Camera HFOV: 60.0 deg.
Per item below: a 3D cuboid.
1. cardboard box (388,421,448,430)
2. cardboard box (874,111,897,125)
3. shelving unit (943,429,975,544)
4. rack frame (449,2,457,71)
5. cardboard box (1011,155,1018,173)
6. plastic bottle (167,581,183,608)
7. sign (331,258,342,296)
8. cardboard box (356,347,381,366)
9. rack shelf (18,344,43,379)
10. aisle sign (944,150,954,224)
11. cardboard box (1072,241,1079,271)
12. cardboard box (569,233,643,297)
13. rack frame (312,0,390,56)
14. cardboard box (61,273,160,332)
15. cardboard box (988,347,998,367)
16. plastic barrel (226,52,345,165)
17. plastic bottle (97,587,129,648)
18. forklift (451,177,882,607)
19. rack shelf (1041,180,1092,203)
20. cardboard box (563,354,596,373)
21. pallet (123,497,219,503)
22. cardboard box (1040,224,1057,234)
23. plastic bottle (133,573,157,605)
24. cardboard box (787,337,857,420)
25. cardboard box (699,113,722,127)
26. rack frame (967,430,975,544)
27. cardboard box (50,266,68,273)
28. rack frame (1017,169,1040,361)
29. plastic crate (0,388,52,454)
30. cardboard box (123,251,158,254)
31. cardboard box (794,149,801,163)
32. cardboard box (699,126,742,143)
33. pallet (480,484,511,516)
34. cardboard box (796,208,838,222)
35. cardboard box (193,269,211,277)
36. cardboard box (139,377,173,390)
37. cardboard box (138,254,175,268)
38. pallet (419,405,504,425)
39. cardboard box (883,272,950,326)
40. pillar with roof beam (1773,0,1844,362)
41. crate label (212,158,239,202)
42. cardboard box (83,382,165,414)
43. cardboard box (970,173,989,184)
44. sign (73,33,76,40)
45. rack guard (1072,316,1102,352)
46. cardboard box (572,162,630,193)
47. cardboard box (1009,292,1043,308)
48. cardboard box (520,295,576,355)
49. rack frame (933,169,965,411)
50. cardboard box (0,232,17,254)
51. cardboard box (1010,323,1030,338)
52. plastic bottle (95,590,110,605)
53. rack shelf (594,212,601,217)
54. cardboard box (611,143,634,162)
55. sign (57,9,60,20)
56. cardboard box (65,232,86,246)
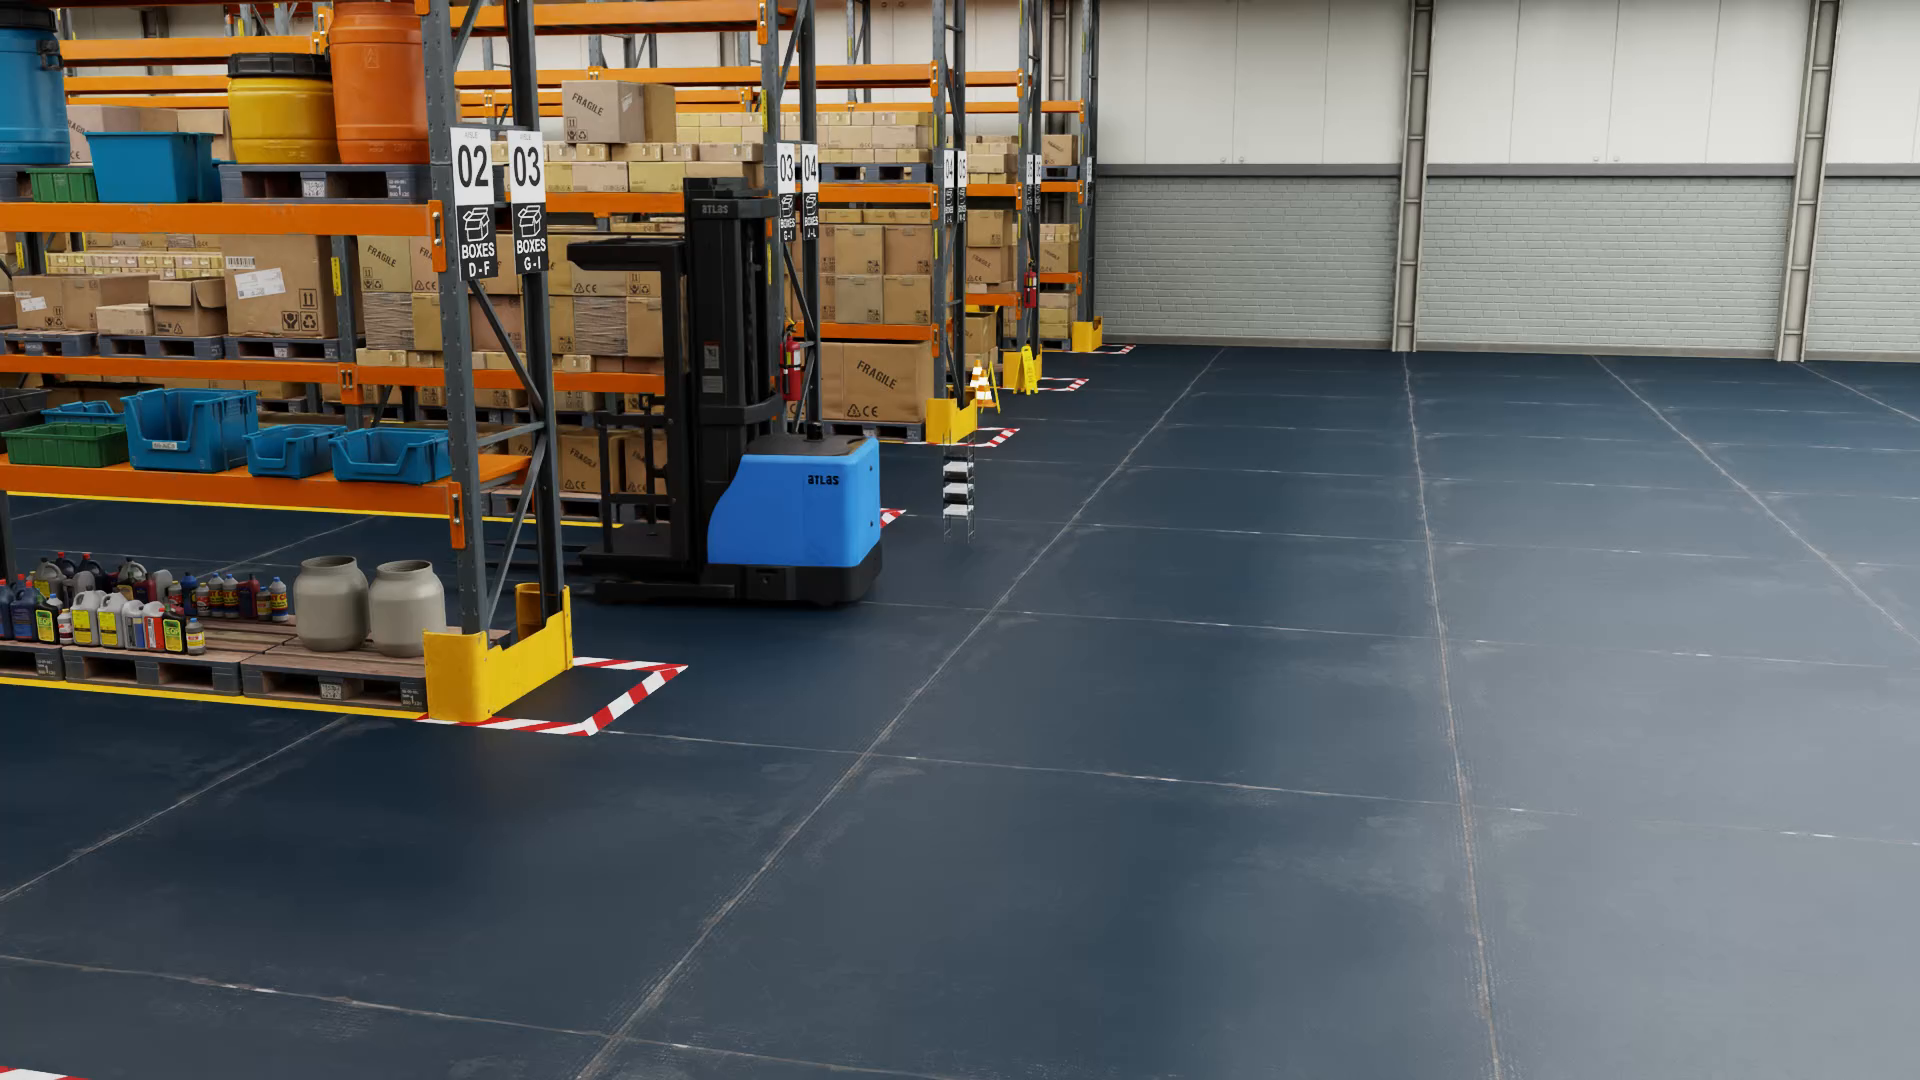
[{"bbox_3d":[-4.907,-0.794,15.188,0.500,0.500,0.500,3,13,12],"label":"cardboard box"},{"bbox_3d":[-0.766,-4.613,18.212,0.250,0.149,0.380,3,13,14],"label":"cardboard box"},{"bbox_3d":[-0.008,-0.440,13.638,0.210,0.900,0.258,3,13,14],"label":"shelving unit"},{"bbox_3d":[-9.493,-8.310,30.414,0.127,3.000,1.000,3,13,14],"label":"rack frame"},{"bbox_3d":[0.548,-5.333,23.581,0.500,0.250,0.500,3,13,13],"label":"cardboard box"},{"bbox_3d":[-5.000,0.364,10.614,0.097,0.201,0.097,0,13,0],"label":"plastic bottle"},{"bbox_3d":[-5.415,-2.287,14.442,0.005,0.325,0.100,3,13,14],"label":"sign"},{"bbox_3d":[-5.149,-1.641,14.786,0.250,0.149,0.380,3,13,14],"label":"cardboard box"},{"bbox_3d":[-11.111,-1.798,16.575,4.000,0.370,1.077,3,13,14],"label":"rack shelf"},{"bbox_3d":[-0.119,-3.871,18.253,0.004,0.787,0.394,3,13,14],"label":"aisle sign"},{"bbox_3d":[1.743,-4.892,28.625,0.500,0.500,0.500,3,13,15],"label":"cardboard box"},{"bbox_3d":[-2.967,-2.341,14.132,0.500,0.500,0.500,3,13,14],"label":"cardboard box"},{"bbox_3d":[-5.286,-4.767,14.444,0.127,3.000,1.000,3,13,14],"label":"rack frame"},{"bbox_3d":[-8.069,-2.272,15.849,0.500,0.500,0.700,5,13,22],"label":"cardboard box"},{"bbox_3d":[0.255,-2.677,24.254,0.500,0.250,0.500,3,13,13],"label":"cardboard box"},{"bbox_3d":[-3.726,-2.383,9.219,0.600,0.588,0.600,0,13,0],"label":"plastic barrel"},{"bbox_3d":[-5.012,0.452,9.869,0.185,0.351,0.144,4,13,16],"label":"plastic bottle"},{"bbox_3d":[-2.137,-1.088,11.872,3.031,2.935,1.130,2,13,7],"label":"forklift"},{"bbox_3d":[0.216,-5.976,28.478,4.000,0.370,1.077,3,13,14],"label":"rack shelf"},{"bbox_3d":[-3.210,-1.535,14.308,0.250,0.149,0.380,3,13,14],"label":"cardboard box"},{"bbox_3d":[-7.230,-0.580,15.860,1.213,0.211,1.003,3,13,14],"label":"pallet"},{"bbox_3d":[1.513,-5.250,28.056,0.250,0.149,0.380,3,13,14],"label":"cardboard box"},{"bbox_3d":[-5.146,0.346,10.505,0.133,0.283,0.061,3,13,14],"label":"plastic bottle"},{"bbox_3d":[-1.645,-1.903,19.320,0.875,0.875,0.875,3,13,13],"label":"cardboard box"},{"bbox_3d":[-2.737,-4.718,18.687,0.250,0.149,0.380,3,13,14],"label":"cardboard box"},{"bbox_3d":[0.091,-0.434,13.614,0.006,0.900,0.240,3,13,14],"label":"rack frame"},{"bbox_3d":[-11.242,-3.389,21.005,0.250,0.149,0.380,3,13,12],"label":"cardboard box"},{"bbox_3d":[0.972,-3.715,23.551,0.127,3.000,1.000,3,13,14],"label":"rack frame"},{"bbox_3d":[-5.995,-0.713,10.163,0.504,0.338,0.767,3,13,14],"label":"plastic crate"},{"bbox_3d":[-10.563,-3.643,21.466,0.250,0.149,0.380,3,13,13],"label":"cardboard box"},{"bbox_3d":[-1.753,-4.276,18.536,0.250,0.149,0.380,3,13,14],"label":"cardboard box"},{"bbox_3d":[-2.611,-4.530,18.760,0.500,0.250,0.500,3,13,13],"label":"cardboard box"},{"bbox_3d":[-4.625,-0.450,15.272,1.213,0.211,1.003,3,13,14],"label":"pallet"},{"bbox_3d":[-2.046,-4.505,23.887,0.500,0.500,0.700,3,13,14],"label":"cardboard box"},{"bbox_3d":[-9.230,-3.281,20.520,0.250,0.149,0.380,3,13,14],"label":"cardboard box"},{"bbox_3d":[-10.086,-2.130,21.212,0.500,0.500,0.500,3,13,15],"label":"cardboard box"},{"bbox_3d":[-9.976,-3.467,20.671,0.250,0.149,0.380,3,13,15],"label":"cardboard box"},{"bbox_3d":[-5.955,-1.602,20.466,1.213,0.211,1.003,3,13,14],"label":"pallet"},{"bbox_3d":[-0.487,-2.751,18.864,0.550,0.550,0.875,3,13,14],"label":"cardboard box"},{"bbox_3d":[12.317,-6.385,21.737,0.400,9.000,9.100,3,13,14],"label":"pillar with roof beam"},{"bbox_3d":[-4.327,-2.148,9.906,0.408,0.251,0.502,3,13,14],"label":"crate label"},{"bbox_3d":[-7.994,-1.353,15.929,0.500,0.250,0.500,5,13,20],"label":"cardboard box"},{"bbox_3d":[0.309,-5.022,23.099,0.250,0.149,0.380,3,13,14],"label":"cardboard box"},{"bbox_3d":[-14.418,-8.082,27.045,0.005,0.325,0.100,3,13,14],"label":"sign"},{"bbox_3d":[2.181,-3.537,28.522,0.348,0.500,1.175,3,13,14],"label":"rack guard"},{"bbox_3d":[-2.912,-3.047,13.964,0.500,0.250,0.500,3,13,15],"label":"cardboard box"},{"bbox_3d":[1.139,-4.093,28.327,0.500,0.250,0.500,3,13,15],"label":"cardboard box"},{"bbox_3d":[-3.402,-1.923,14.559,0.500,0.500,0.875,3,13,14],"label":"cardboard box"},{"bbox_3d":[-0.116,-2.668,18.836,0.127,3.000,1.000,3,13,14],"label":"rack frame"},{"bbox_3d":[-12.287,-3.941,21.345,0.500,0.500,0.500,3,13,12],"label":"cardboard box"},{"bbox_3d":[1.145,-3.607,28.445,0.500,0.250,0.500,3,13,14],"label":"cardboard box"},{"bbox_3d":[-5.181,0.447,10.067,0.135,0.276,0.152,3,13,14],"label":"plastic bottle"},{"bbox_3d":[-5.941,-4.093,19.992,4.000,0.370,1.077,3,13,14],"label":"rack shelf"},{"bbox_3d":[-2.723,-3.242,13.920,0.250,0.149,0.380,3,13,14],"label":"cardboard box"},{"bbox_3d":[-11.639,-6.870,21.402,0.005,0.325,0.100,3,13,14],"label":"sign"},{"bbox_3d":[-14.164,-4.997,26.792,0.500,0.500,0.500,3,13,12],"label":"cardboard box"}]
